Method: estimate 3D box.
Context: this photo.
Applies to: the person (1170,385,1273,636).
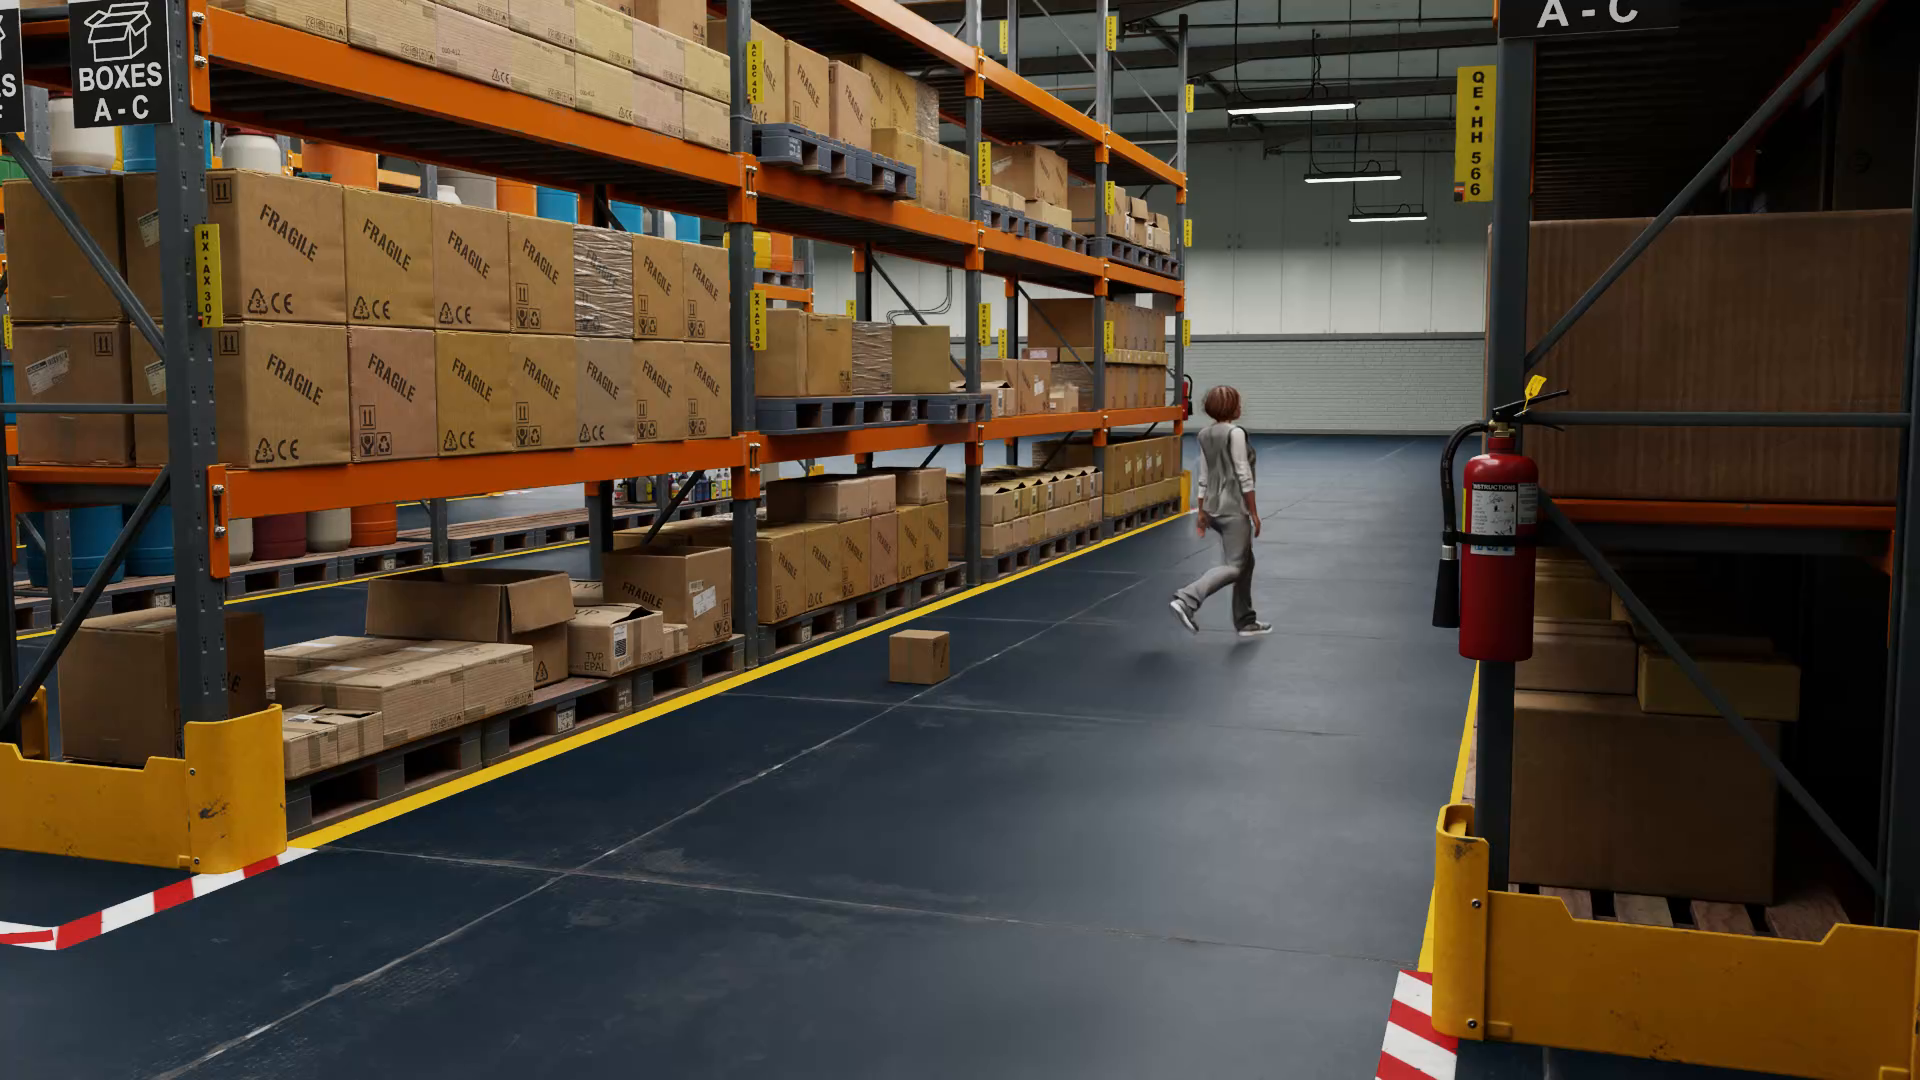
[{"bbox_3d":[1.607,-0.165,10.118,0.837,1.552,0.427,-2,6,-24],"label":"person"}]
